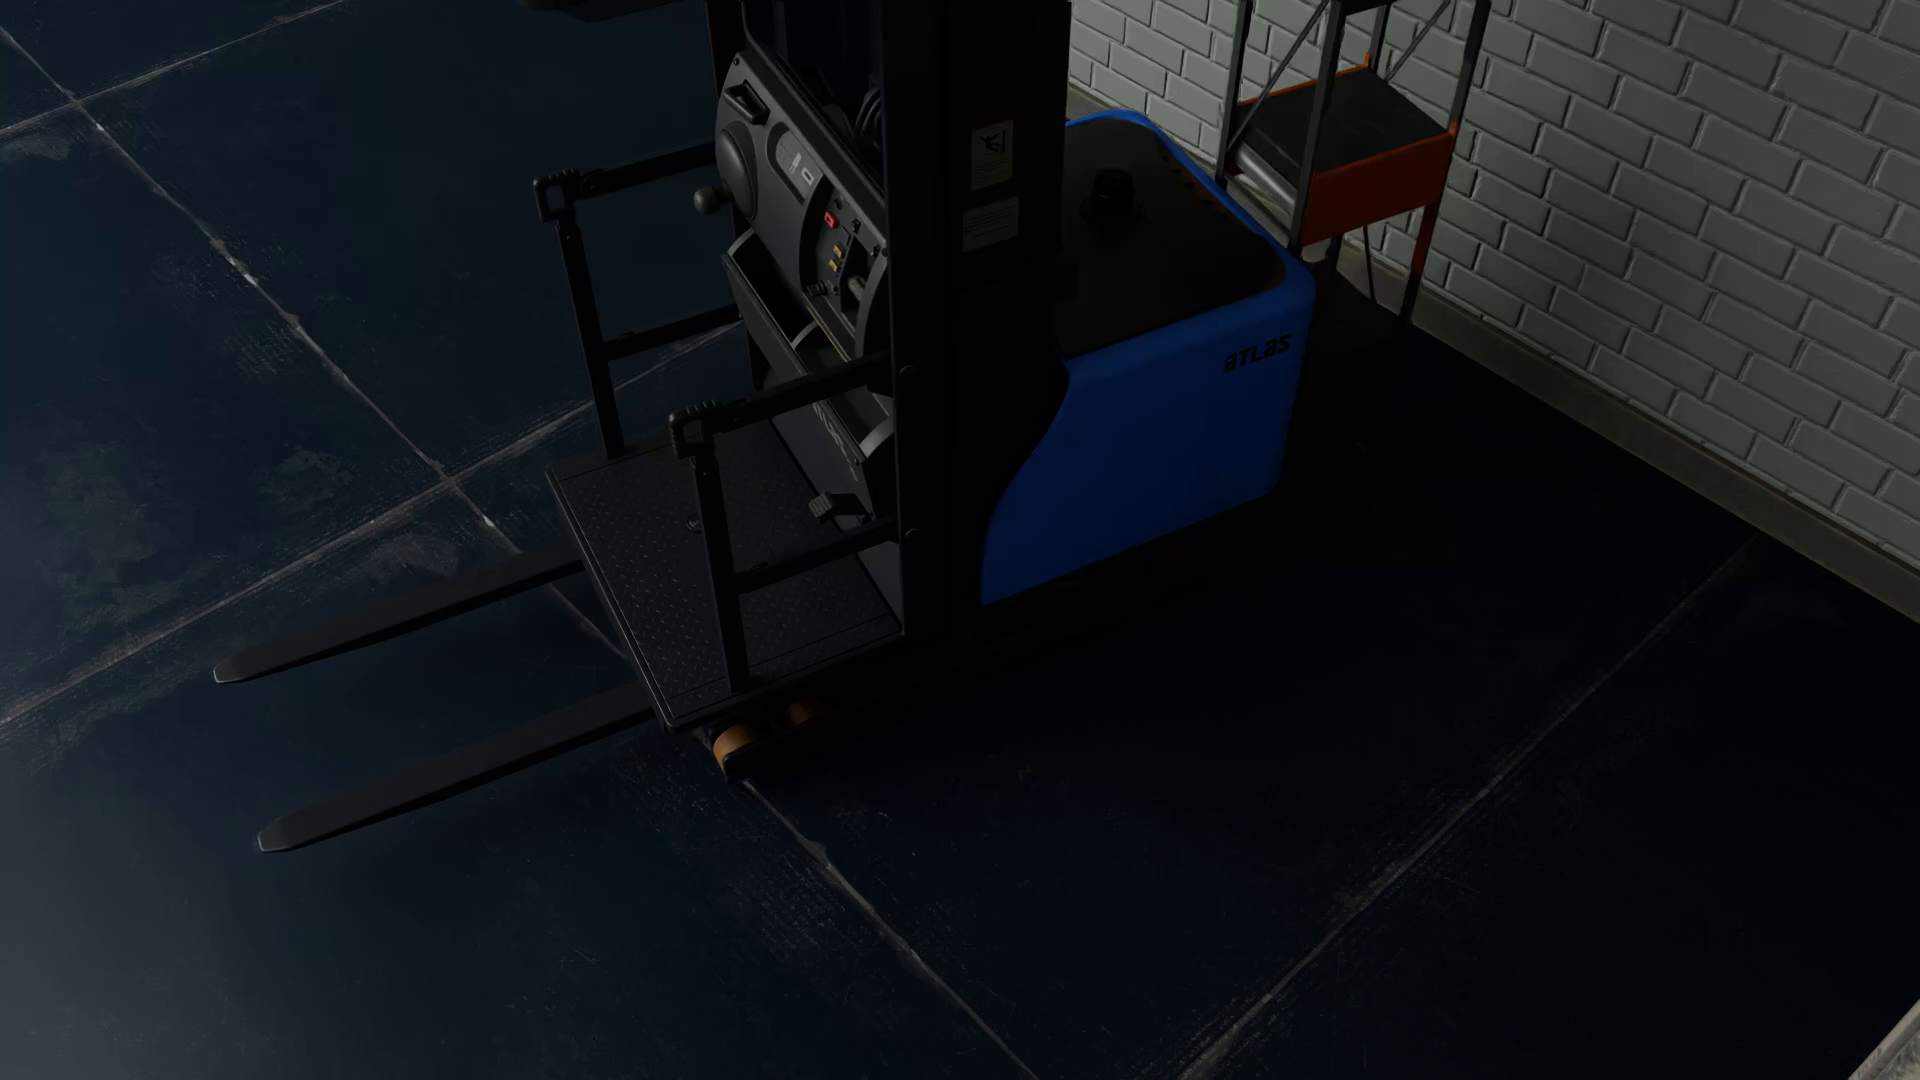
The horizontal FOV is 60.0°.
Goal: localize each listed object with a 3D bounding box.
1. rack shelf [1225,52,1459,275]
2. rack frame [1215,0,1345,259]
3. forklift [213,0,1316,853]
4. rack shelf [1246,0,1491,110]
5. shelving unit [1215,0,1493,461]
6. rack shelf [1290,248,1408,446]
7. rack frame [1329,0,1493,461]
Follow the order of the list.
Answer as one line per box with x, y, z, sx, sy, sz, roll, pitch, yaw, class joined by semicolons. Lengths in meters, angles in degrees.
1.056;-1.015;4.776;0.480;0.518;0.431;-21;51;-18;rack shelf
0.839;-0.942;4.690;0.015;2.100;0.400;-21;51;-18;rack frame
-0.576;-0.777;3.972;3.031;2.935;1.130;-21;51;-18;forklift
1.056;-1.489;4.262;0.480;0.518;0.431;-21;51;-18;rack shelf
1.056;-1.024;4.766;0.503;2.100;0.431;-21;51;-18;shelving unit
1.056;-0.540;5.291;0.480;0.518;0.431;-21;51;-18;rack shelf
1.273;-1.106;4.842;0.015;2.100;0.400;-21;51;-18;rack frame
